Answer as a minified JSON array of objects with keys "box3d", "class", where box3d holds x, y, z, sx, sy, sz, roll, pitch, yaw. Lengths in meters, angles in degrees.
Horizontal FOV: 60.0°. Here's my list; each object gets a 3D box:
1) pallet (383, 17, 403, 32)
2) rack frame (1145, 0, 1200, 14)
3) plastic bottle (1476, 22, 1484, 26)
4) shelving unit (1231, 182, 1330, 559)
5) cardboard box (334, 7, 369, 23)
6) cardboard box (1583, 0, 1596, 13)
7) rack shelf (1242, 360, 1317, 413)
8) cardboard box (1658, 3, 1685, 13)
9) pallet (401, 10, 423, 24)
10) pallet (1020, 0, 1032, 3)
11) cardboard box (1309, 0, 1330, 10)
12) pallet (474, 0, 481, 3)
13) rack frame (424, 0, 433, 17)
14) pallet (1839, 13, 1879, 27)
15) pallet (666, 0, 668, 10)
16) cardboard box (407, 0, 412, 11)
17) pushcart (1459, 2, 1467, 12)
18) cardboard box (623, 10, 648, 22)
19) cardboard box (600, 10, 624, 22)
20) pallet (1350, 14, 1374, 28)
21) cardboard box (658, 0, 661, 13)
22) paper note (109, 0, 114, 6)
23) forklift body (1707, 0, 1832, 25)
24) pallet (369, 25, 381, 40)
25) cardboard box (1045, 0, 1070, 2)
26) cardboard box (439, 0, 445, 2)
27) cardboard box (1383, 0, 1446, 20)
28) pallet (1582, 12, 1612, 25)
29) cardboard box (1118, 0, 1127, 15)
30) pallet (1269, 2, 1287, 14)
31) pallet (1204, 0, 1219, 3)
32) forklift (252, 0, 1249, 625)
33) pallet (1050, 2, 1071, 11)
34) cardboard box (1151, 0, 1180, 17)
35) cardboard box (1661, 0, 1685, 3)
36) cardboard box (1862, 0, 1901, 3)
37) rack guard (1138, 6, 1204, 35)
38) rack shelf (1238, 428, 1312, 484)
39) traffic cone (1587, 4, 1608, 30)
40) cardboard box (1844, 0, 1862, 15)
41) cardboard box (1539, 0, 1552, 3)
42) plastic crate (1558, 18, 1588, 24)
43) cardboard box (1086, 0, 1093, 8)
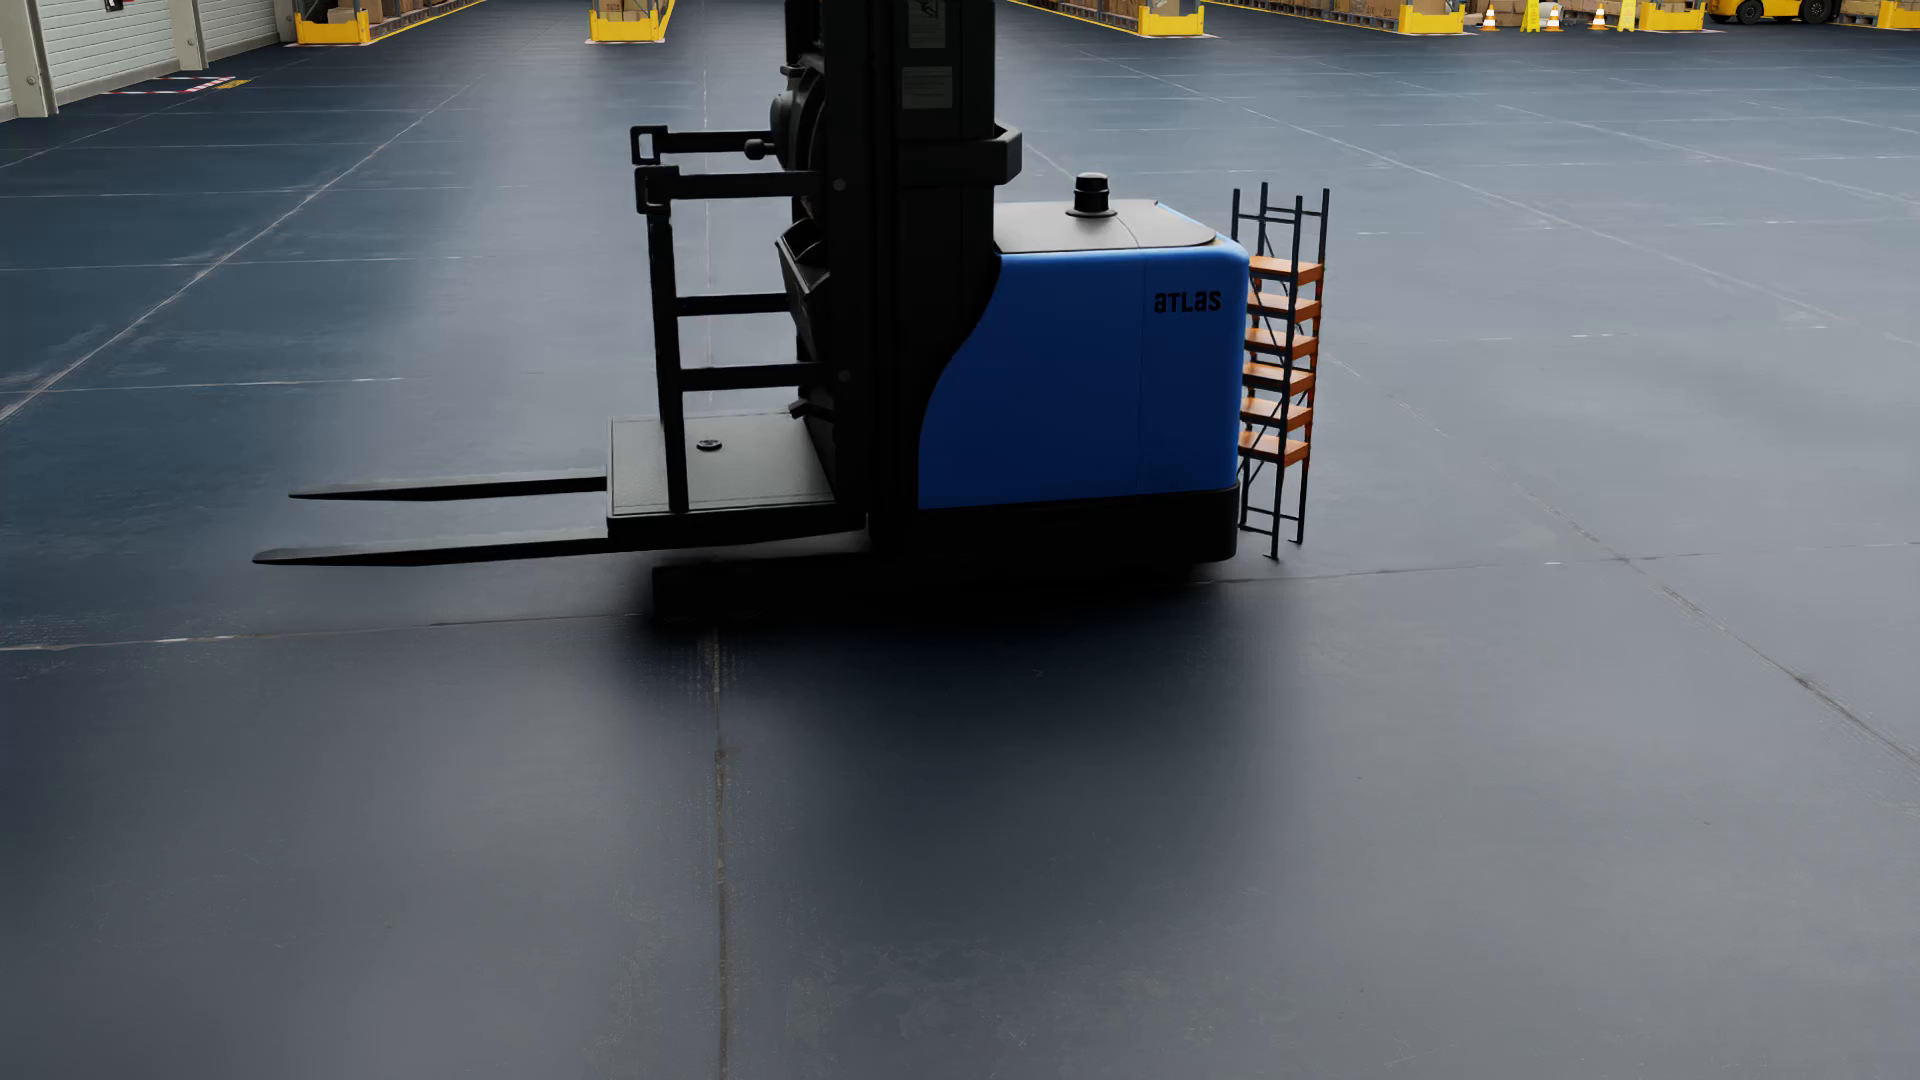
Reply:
[{"box3d":[-11.246,-9.825,31.720,1.003,0.211,1.213,-3,21,-8],"class":"pallet"},{"box3d":[3.903,-10.727,30.148,1.000,3.000,0.127,-3,21,-8],"class":"rack frame"},{"box3d":[10.404,-10.294,33.190,0.133,0.061,0.283,-11,23,-26],"class":"plastic bottle"},{"box3d":[1.019,-0.550,5.474,0.258,1.200,0.189,15,25,36],"class":"shelving unit"},{"box3d":[-10.895,-9.365,29.717,0.500,0.311,0.500,-1,21,-3],"class":"cardboard box"},{"box3d":[13.118,-10.934,34.034,0.500,0.250,0.500,-3,21,-8],"class":"cardboard box"},{"box3d":[1.019,-0.508,5.489,0.258,0.103,0.180,15,25,36],"class":"rack shelf"},{"box3d":[13.867,-10.428,32.679,0.500,0.250,0.500,-3,21,-8],"class":"cardboard box"},{"box3d":[-11.671,-10.748,34.193,1.003,0.211,1.213,-3,21,-8],"class":"pallet"},{"box3d":[2.141,-13.842,42.476,1.003,0.211,1.213,-3,21,-8],"class":"pallet"},{"box3d":[8.071,-11.680,35.316,1.050,0.750,0.750,-3,21,-8],"class":"cardboard box"},{"box3d":[-12.915,-13.938,42.731,1.003,0.211,1.213,-3,21,-8],"class":"pallet"},{"box3d":[-11.955,-12.747,35.558,1.000,3.000,0.127,-3,21,-8],"class":"rack frame"},{"box3d":[18.469,-10.434,33.352,1.003,0.211,1.213,-3,21,-8],"class":"pallet"},{"box3d":[-7.296,-12.374,38.544,1.003,0.211,1.213,-3,21,-8],"class":"pallet"},{"box3d":[-11.741,-11.181,34.308,0.700,0.500,0.500,-3,21,-8],"class":"cardboard box"},{"box3d":[10.884,-11.251,35.299,1.648,0.377,0.936,-11,23,-26],"class":"pushcart"},{"box3d":[-5.757,-9.334,29.749,0.500,0.250,0.500,-3,21,-8],"class":"cardboard box"},{"box3d":[-6.270,-9.308,29.679,0.500,0.250,0.500,-3,21,-8],"class":"cardboard box"},{"box3d":[8.461,-10.330,33.072,1.003,0.211,1.213,-3,21,-8],"class":"pallet"},{"box3d":[-6.362,-10.851,33.811,0.500,0.250,0.500,-2,21,-6],"class":"cardboard box"},{"box3d":[-10.618,-6.763,20.797,0.016,0.148,0.142,-3,21,-8],"class":"paper note"},{"box3d":[16.542,-11.645,33.820,2.313,2.155,1.214,-3,21,-8],"class":"forklift body"},{"box3d":[-10.895,-8.980,29.458,1.003,0.211,1.213,-3,21,-8],"class":"pallet"},{"box3d":[2.671,-12.938,38.505,1.225,0.875,0.875,-4,21,-10],"class":"cardboard box"},{"box3d":[-12.051,-12.501,37.373,0.750,0.750,0.750,-3,21,-8],"class":"cardboard box"},{"box3d":[8.663,-10.375,31.643,0.875,0.875,0.875,-3,21,-7],"class":"cardboard box"},{"box3d":[13.444,-10.651,33.931,1.003,0.211,1.213,-3,21,-8],"class":"pallet"},{"box3d":[3.435,-10.799,33.314,0.500,0.500,0.500,4,21,9],"class":"cardboard box"},{"box3d":[7.712,-12.128,37.888,1.003,0.211,1.213,-3,21,-8],"class":"pallet"},{"box3d":[6.964,-14.021,42.954,1.003,0.211,1.213,-3,21,-8],"class":"pallet"},{"box3d":[-0.671,-1.318,5.056,3.031,2.935,1.130,-4,21,-11],"class":"forklift"},{"box3d":[2.711,-12.467,38.793,1.003,0.211,1.213,-3,21,-8],"class":"pallet"},{"box3d":[3.830,-9.969,31.093,0.500,0.500,0.500,1,20,2],"class":"cardboard box"},{"box3d":[13.863,-10.788,32.570,0.500,0.500,0.500,-4,21,-10],"class":"cardboard box"},{"box3d":[18.241,-10.774,32.890,0.500,0.250,0.500,-3,21,-8],"class":"cardboard box"},{"box3d":[3.892,-9.582,30.656,1.175,0.500,0.348,-3,21,-8],"class":"rack guard"},{"box3d":[1.019,-0.283,5.573,0.258,0.103,0.180,15,25,36],"class":"rack shelf"},{"box3d":[12.371,-10.122,32.155,0.336,0.463,0.334,-3,21,-8],"class":"traffic cone"},{"box3d":[18.178,-10.706,33.423,0.500,0.250,0.500,-3,21,-8],"class":"cardboard box"},{"box3d":[11.941,-11.002,34.455,0.500,0.500,0.500,12,24,29],"class":"cardboard box"},{"box3d":[12.548,-10.659,34.139,0.402,0.080,0.583,-11,23,-26],"class":"plastic crate"},{"box3d":[3.128,-11.720,35.752,0.700,0.500,0.500,-5,21,-12],"class":"cardboard box"}]
